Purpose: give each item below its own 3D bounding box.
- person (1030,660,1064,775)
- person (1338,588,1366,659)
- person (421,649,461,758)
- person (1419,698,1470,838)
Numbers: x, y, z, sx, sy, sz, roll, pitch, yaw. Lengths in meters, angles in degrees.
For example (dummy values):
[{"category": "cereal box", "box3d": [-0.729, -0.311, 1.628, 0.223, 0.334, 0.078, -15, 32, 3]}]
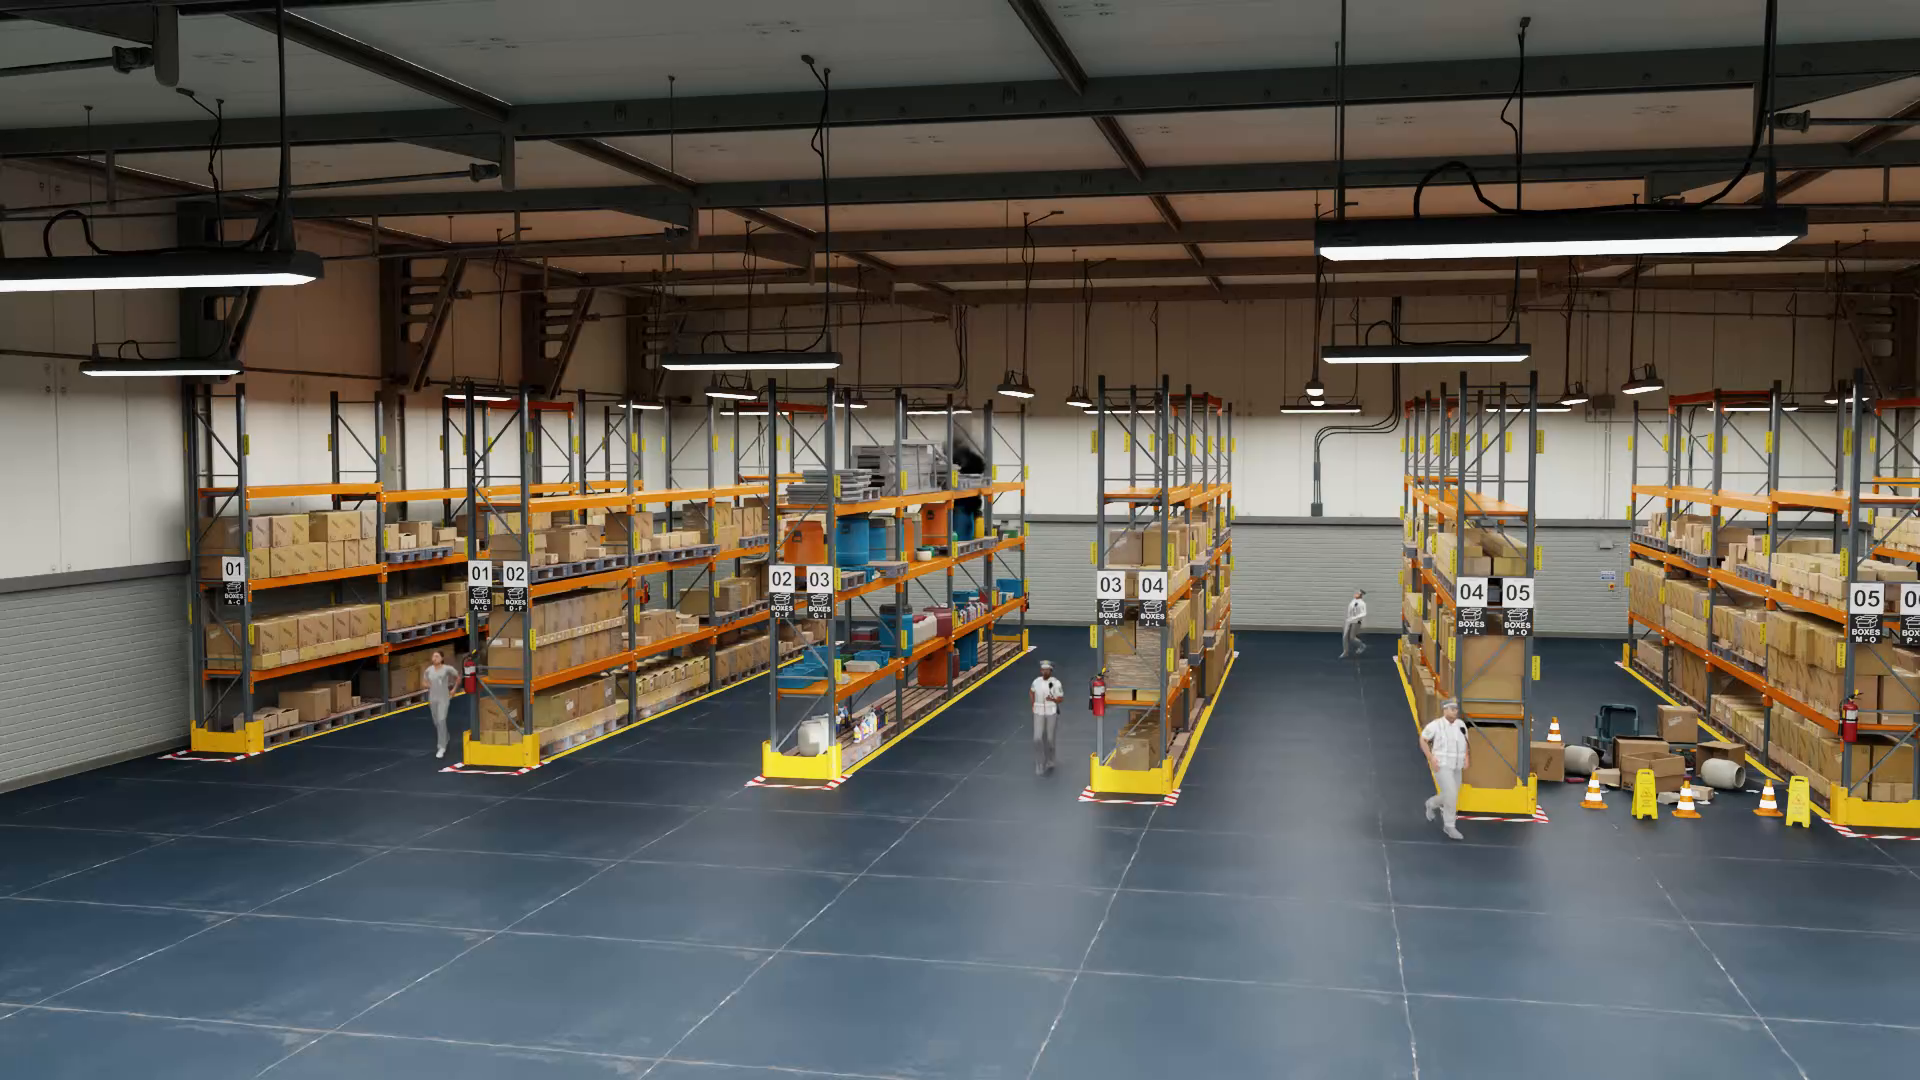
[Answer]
[{"category": "person", "box3d": [1.311, 2.706, 25.418, 0.556, 1.757, 0.711, 1, 3, 10]}, {"category": "person", "box3d": [9.273, 1.951, 39.032, 0.743, 1.679, 0.659, -1, 4, -24]}, {"category": "person", "box3d": [-8.414, 2.608, 26.886, 0.583, 1.690, 0.892, 0, 3, 6]}, {"category": "person", "box3d": [6.302, 2.915, 21.524, 0.685, 1.771, 0.822, -1, 4, -22]}]
